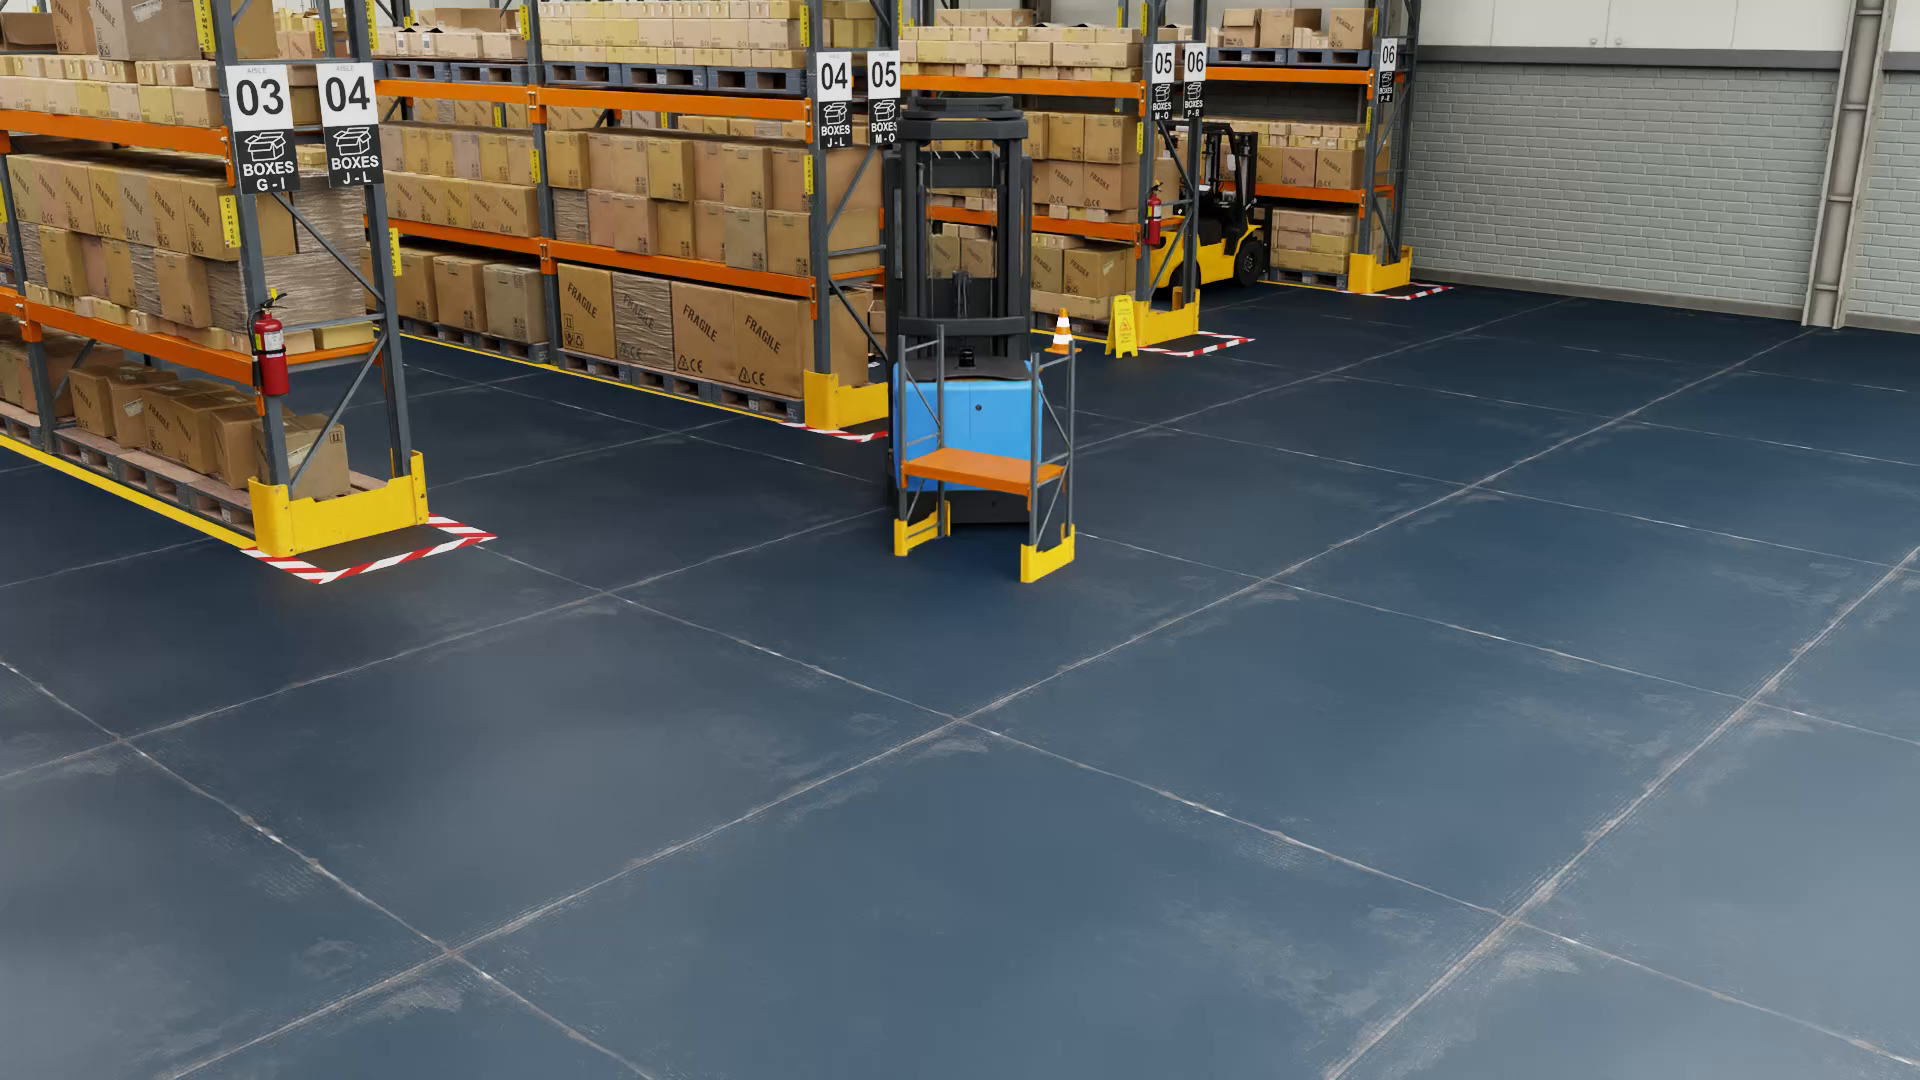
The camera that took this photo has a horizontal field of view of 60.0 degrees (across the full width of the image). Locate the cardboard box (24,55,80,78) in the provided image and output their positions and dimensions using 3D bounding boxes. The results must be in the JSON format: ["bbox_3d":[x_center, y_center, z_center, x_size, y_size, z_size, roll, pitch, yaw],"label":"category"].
[{"bbox_3d":[-6.798,-3.572,12.537,0.250,0.149,0.380,15,23,40],"label":"cardboard box"}]

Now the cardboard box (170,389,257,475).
[{"bbox_3d":[-5.660,-0.833,12.715,0.500,0.500,0.500,-16,23,-41],"label":"cardboard box"}]

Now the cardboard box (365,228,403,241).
[{"bbox_3d":[-7.249,-3.720,20.574,0.500,0.250,0.500,14,22,37],"label":"cardboard box"}]

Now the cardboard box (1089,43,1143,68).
[{"bbox_3d":[1.738,-5.237,17.951,0.500,0.250,0.500,15,23,39],"label":"cardboard box"}]

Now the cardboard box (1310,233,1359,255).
[{"bbox_3d":[5.020,-3.973,22.198,0.500,0.250,0.500,15,23,39],"label":"cardboard box"}]

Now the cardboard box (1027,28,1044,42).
[{"bbox_3d":[0.968,-5.665,18.642,0.250,0.149,0.380,14,22,38],"label":"cardboard box"}]

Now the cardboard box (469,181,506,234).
[{"bbox_3d":[-4.848,-3.551,17.677,0.500,0.500,0.500,15,23,39],"label":"cardboard box"}]

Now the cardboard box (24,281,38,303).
[{"bbox_3d":[-7.309,-2.025,13.448,0.250,0.149,0.380,15,23,39],"label":"cardboard box"}]

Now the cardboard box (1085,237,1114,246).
[{"bbox_3d":[1.468,-3.275,19.584,0.500,0.500,0.500,14,22,37],"label":"cardboard box"}]

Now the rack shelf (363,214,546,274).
[{"bbox_3d":[-5.398,-3.416,18.607,4.000,0.370,1.077,15,23,39],"label":"rack shelf"}]

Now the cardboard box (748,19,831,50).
[{"bbox_3d":[-1.462,-4.337,14.258,0.500,0.250,0.500,15,23,40],"label":"cardboard box"}]

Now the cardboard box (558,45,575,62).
[{"bbox_3d":[-3.661,-4.714,16.103,0.250,0.149,0.380,15,23,39],"label":"cardboard box"}]

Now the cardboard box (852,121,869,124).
[{"bbox_3d":[-1.228,-5.147,21.520,0.500,0.500,0.500,15,23,39],"label":"cardboard box"}]

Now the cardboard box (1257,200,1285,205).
[{"bbox_3d":[4.236,-4.631,23.443,0.500,0.250,0.500,14,23,38],"label":"cardboard box"}]

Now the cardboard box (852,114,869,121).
[{"bbox_3d":[-1.736,-6.960,27.719,0.637,0.503,0.797,14,23,38],"label":"cardboard box"}]

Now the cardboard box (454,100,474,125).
[{"bbox_3d":[-7.586,-6.764,26.149,0.500,0.500,0.500,15,23,38],"label":"cardboard box"}]

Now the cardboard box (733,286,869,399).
[{"bbox_3d":[-1.462,-1.863,15.342,0.875,0.875,0.875,15,23,40],"label":"cardboard box"}]

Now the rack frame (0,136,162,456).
[{"bbox_3d":[-7.270,-2.256,13.761,0.127,3.000,1.000,15,23,39],"label":"rack frame"}]

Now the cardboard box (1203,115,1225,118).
[{"bbox_3d":[3.635,-5.979,23.762,0.250,0.149,0.380,14,23,38],"label":"cardboard box"}]

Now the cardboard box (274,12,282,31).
[{"bbox_3d":[-8.345,-6.279,20.049,0.258,0.266,0.396,15,23,39],"label":"cardboard box"}]

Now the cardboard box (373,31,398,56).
[{"bbox_3d":[-6.124,-5.471,18.322,0.500,0.250,0.500,16,24,41],"label":"cardboard box"}]

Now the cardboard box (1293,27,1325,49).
[{"bbox_3d":[4.580,-6.581,21.792,0.258,0.266,0.396,15,23,39],"label":"cardboard box"}]

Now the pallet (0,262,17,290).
[{"bbox_3d":[-7.745,-2.351,14.377,1.213,0.211,1.003,15,23,39],"label":"pallet"}]

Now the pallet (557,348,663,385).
[{"bbox_3d":[-3.385,-1.858,17.118,1.213,0.211,1.003,15,23,39],"label":"pallet"}]

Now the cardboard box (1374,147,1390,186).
[{"bbox_3d":[5.405,-5.028,22.332,0.500,0.500,0.500,16,24,41],"label":"cardboard box"}]

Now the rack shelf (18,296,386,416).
[{"bbox_3d":[-5.774,-1.511,12.604,4.000,0.370,1.077,15,23,39],"label":"rack shelf"}]

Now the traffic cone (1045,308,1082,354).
[{"bbox_3d":[1.122,-2.280,18.031,0.334,0.463,0.336,15,23,39],"label":"traffic cone"}]

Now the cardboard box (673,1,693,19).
[{"bbox_3d":[-2.338,-4.739,14.863,0.250,0.149,0.380,15,23,38],"label":"cardboard box"}]

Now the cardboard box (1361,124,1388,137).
[{"bbox_3d":[5.482,-5.433,22.043,0.250,0.149,0.380,14,23,38],"label":"cardboard box"}]

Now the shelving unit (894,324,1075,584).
[{"bbox_3d":[0.161,-0.595,11.007,1.083,1.500,0.587,11,21,31],"label":"shelving unit"}]

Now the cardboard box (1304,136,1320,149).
[{"bbox_3d":[4.782,-5.292,22.091,0.250,0.149,0.380,16,23,40],"label":"cardboard box"}]

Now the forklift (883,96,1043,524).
[{"bbox_3d":[-0.026,-1.903,12.763,1.130,2.935,3.031,-1,18,-4],"label":"forklift"}]

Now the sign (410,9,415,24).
[{"bbox_3d":[-9.297,-8.841,28.220,0.005,0.325,0.100,15,23,39],"label":"sign"}]

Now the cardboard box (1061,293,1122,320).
[{"bbox_3d":[1.498,-2.691,18.982,0.500,0.250,0.500,15,23,39],"label":"cardboard box"}]

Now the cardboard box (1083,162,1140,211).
[{"bbox_3d":[1.711,-3.931,18.382,0.500,0.500,0.500,15,23,38],"label":"cardboard box"}]

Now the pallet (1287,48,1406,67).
[{"bbox_3d":[5.080,-6.354,21.861,1.213,0.211,1.003,15,23,39],"label":"pallet"}]

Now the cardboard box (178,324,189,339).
[{"bbox_3d":[-5.372,-1.546,11.938,0.250,0.149,0.380,15,23,39],"label":"cardboard box"}]

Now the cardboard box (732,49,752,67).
[{"bbox_3d":[-1.765,-4.205,14.499,0.250,0.149,0.380,15,23,40],"label":"cardboard box"}]

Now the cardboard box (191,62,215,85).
[{"bbox_3d":[-4.810,-3.065,10.940,0.250,0.149,0.380,14,22,38],"label":"cardboard box"}]

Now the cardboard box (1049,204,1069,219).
[{"bbox_3d":[1.225,-3.729,18.817,0.250,0.149,0.380,16,23,40],"label":"cardboard box"}]

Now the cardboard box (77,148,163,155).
[{"bbox_3d":[-6.751,-2.894,13.461,0.500,0.500,0.500,15,23,39],"label":"cardboard box"}]

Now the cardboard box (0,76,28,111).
[{"bbox_3d":[-7.104,-3.466,12.863,0.500,0.250,0.500,14,22,37],"label":"cardboard box"}]

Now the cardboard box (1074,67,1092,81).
[{"bbox_3d":[1.463,-5.117,18.232,0.250,0.149,0.380,16,24,41],"label":"cardboard box"}]

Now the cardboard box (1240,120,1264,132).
[{"bbox_3d":[4.033,-5.648,22.720,0.250,0.149,0.380,15,23,40],"label":"cardboard box"}]

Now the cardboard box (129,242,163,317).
[{"bbox_3d":[-5.470,-1.942,12.116,0.500,0.500,0.875,15,23,39],"label":"cardboard box"}]

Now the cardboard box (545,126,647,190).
[{"bbox_3d":[-3.649,-3.862,16.789,0.550,0.550,0.875,15,23,39],"label":"cardboard box"}]

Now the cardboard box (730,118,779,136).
[{"bbox_3d":[-2.705,-5.340,22.127,0.500,0.500,0.500,16,23,40],"label":"cardboard box"}]

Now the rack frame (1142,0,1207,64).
[{"bbox_3d":[2.300,-6.554,17.387,0.127,3.000,1.000,15,23,39],"label":"rack frame"}]

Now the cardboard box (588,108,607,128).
[{"bbox_3d":[-5.001,-6.072,23.968,0.500,0.500,0.500,15,23,39],"label":"cardboard box"}]

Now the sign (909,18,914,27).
[{"bbox_3d":[-0.754,-7.979,25.980,0.005,0.325,0.100,15,23,39],"label":"sign"}]

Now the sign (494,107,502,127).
[{"bbox_3d":[-7.043,-6.429,25.347,0.005,0.325,0.100,15,23,39],"label":"sign"}]

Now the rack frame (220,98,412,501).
[{"bbox_3d":[-4.278,-1.453,11.230,0.127,3.000,1.000,15,23,39],"label":"rack frame"}]

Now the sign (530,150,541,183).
[{"bbox_3d":[-4.255,-3.747,16.677,0.005,0.325,0.100,15,23,39],"label":"sign"}]

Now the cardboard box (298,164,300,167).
[{"bbox_3d":[-7.767,-4.432,19.849,0.250,0.149,0.380,16,24,41],"label":"cardboard box"}]

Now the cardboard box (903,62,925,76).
[{"bbox_3d":[-0.465,-5.624,19.831,0.250,0.149,0.380,15,23,39],"label":"cardboard box"}]
